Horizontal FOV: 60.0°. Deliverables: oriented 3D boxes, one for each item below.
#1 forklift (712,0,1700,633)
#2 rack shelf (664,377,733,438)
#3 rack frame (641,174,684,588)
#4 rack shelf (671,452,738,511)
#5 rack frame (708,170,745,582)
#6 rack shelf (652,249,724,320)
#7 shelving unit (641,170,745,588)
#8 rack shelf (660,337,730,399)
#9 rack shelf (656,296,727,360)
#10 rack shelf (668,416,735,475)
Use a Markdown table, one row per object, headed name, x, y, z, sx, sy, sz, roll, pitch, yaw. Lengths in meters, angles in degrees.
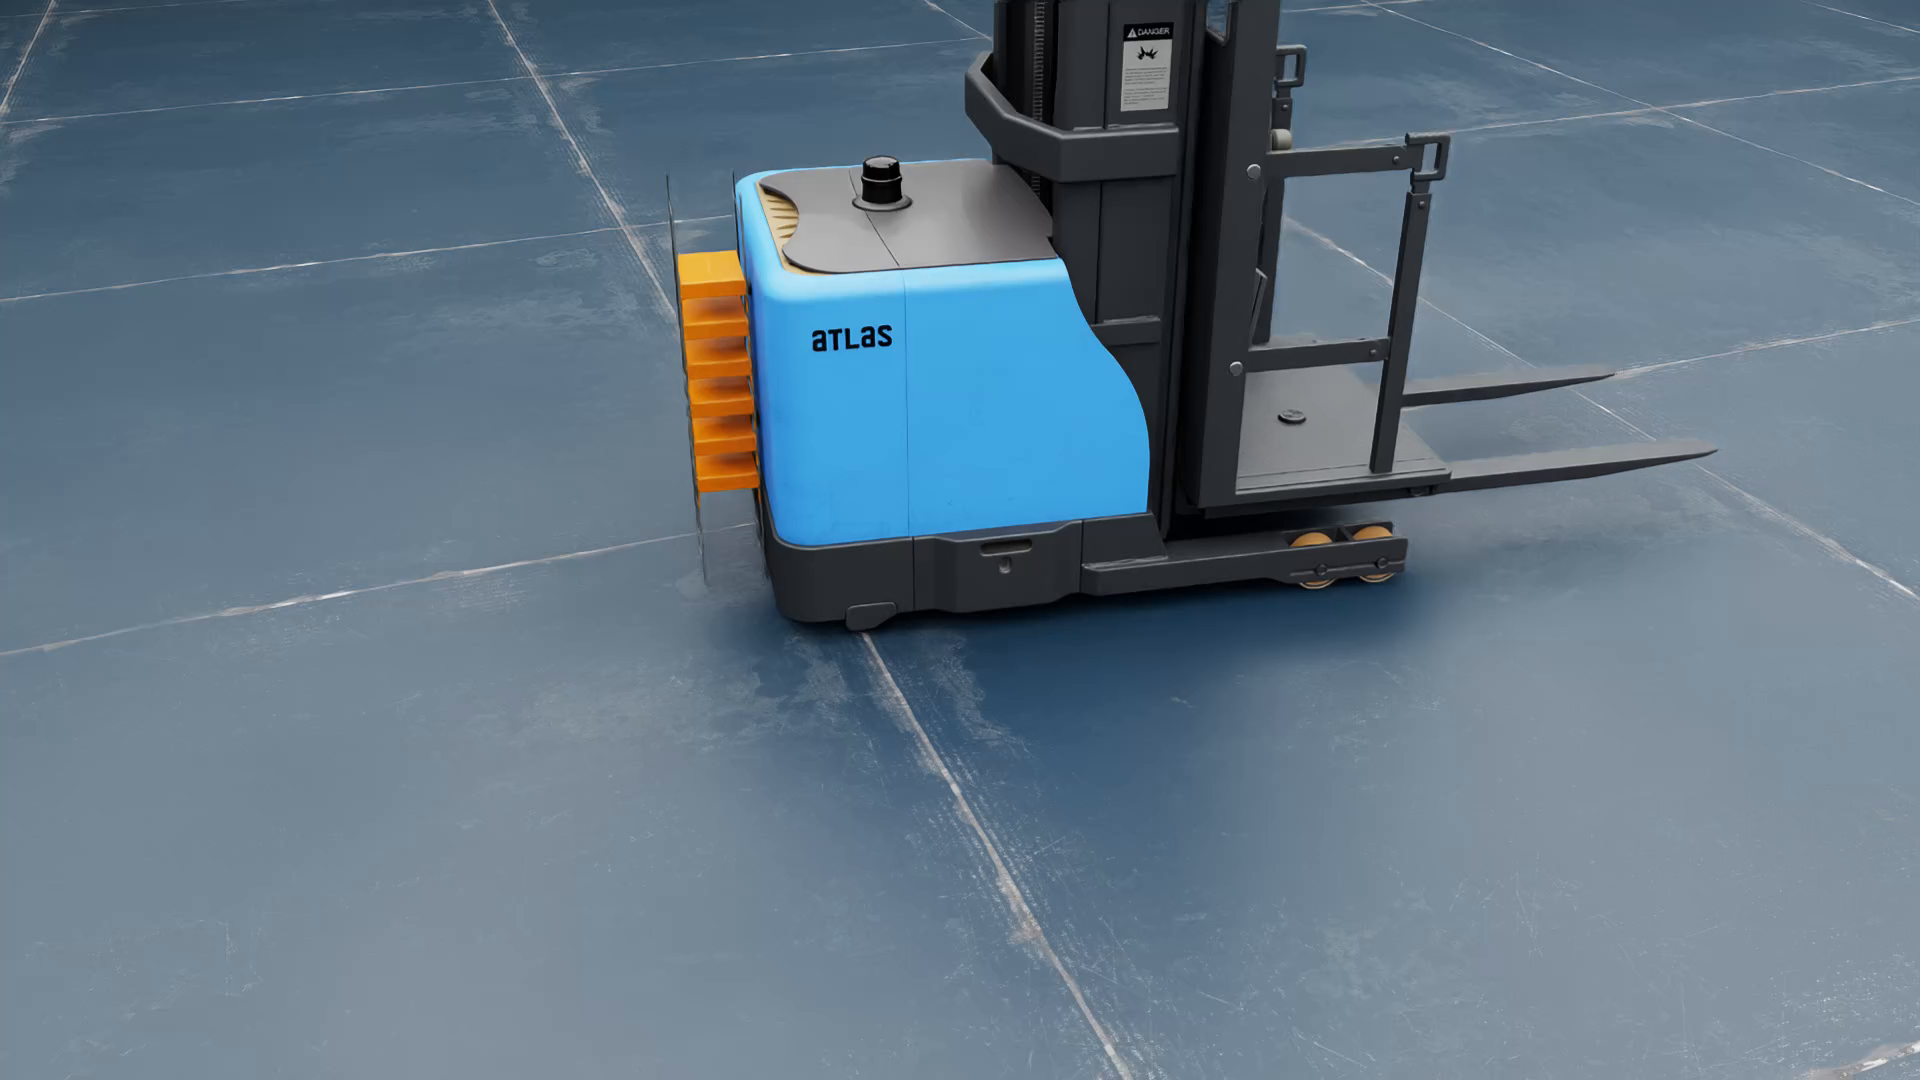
| name | x | y | z | sx | sy | sz | roll | pitch | yaw |
| --- | --- | --- | --- | --- | --- | --- | --- | --- | --- |
| forklift | 0.808 | -1.369 | 4.692 | 3.031 | 2.935 | 1.130 | -6 | 30 | -10 |
| rack shelf | -0.766 | -0.405 | 4.839 | 0.180 | 0.103 | 0.258 | -6 | 30 | -10 |
| rack frame | -0.856 | -0.435 | 4.801 | 0.006 | 1.200 | 0.240 | -6 | 30 | -10 |
| rack shelf | -0.766 | -0.197 | 4.958 | 0.180 | 0.103 | 0.258 | -6 | 30 | -10 |
| rack frame | -0.677 | -0.453 | 4.834 | 0.006 | 1.200 | 0.240 | -6 | 30 | -10 |
| rack shelf | -0.766 | -0.718 | 4.661 | 0.180 | 0.103 | 0.258 | -6 | 30 | -10 |
| shelving unit | -0.766 | -0.444 | 4.817 | 0.189 | 1.200 | 0.258 | -6 | 30 | -10 |
| rack shelf | -0.766 | -0.510 | 4.780 | 0.180 | 0.103 | 0.258 | -6 | 30 | -10 |
| rack shelf | -0.766 | -0.614 | 4.720 | 0.180 | 0.103 | 0.258 | -6 | 30 | -10 |
| rack shelf | -0.766 | -0.301 | 4.899 | 0.180 | 0.103 | 0.258 | -6 | 30 | -10 |
